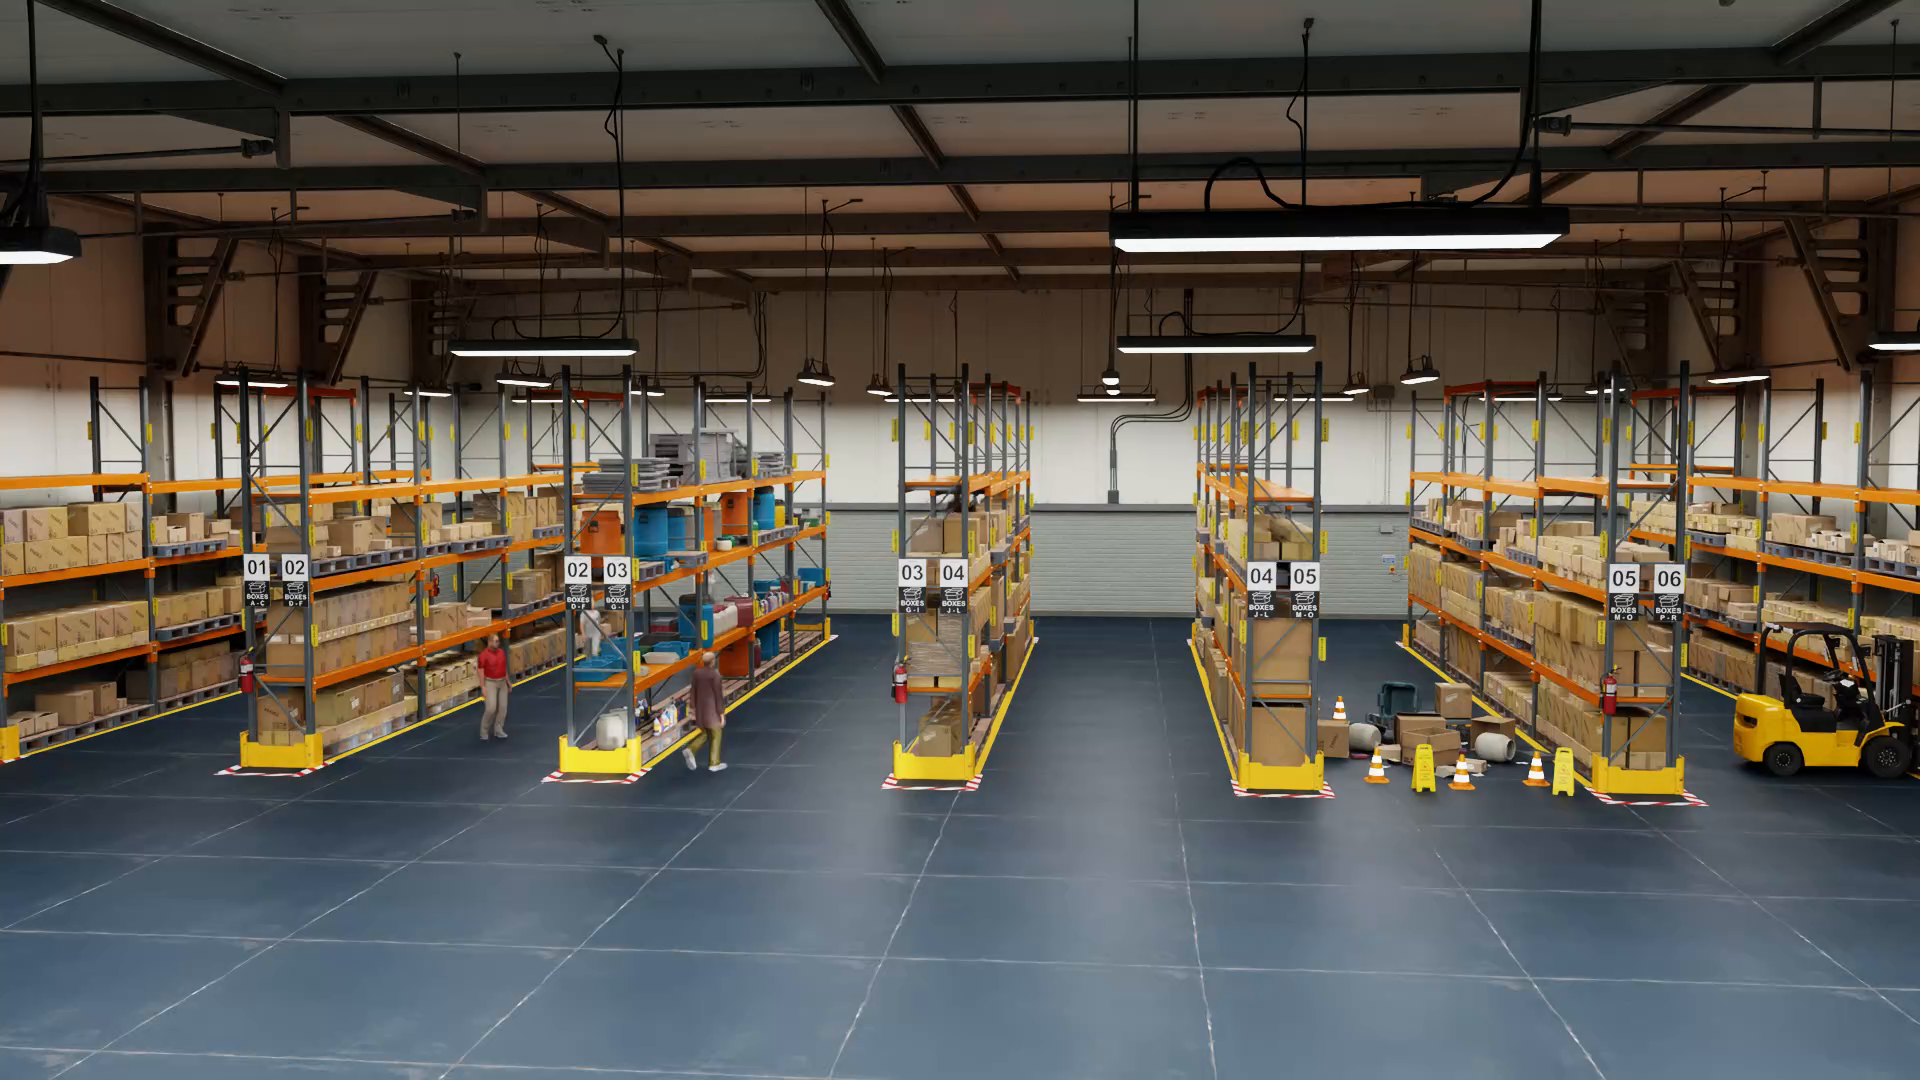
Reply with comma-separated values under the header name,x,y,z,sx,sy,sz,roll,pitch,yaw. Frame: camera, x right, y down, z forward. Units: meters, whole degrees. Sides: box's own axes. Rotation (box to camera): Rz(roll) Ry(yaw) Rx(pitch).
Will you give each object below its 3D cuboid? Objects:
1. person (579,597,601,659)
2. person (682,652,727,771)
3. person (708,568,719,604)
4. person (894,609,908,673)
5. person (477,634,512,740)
name,x,y,z,sx,sy,sz,roll,pitch,yaw
person,-7.587,1.987,34.078,0.401,1.615,0.997,0,4,-1
person,-3.758,2.534,24.562,0.630,1.769,0.709,3,5,37
person,-6.445,1.463,42.672,0.577,1.613,0.503,1,4,14
person,-1.092,1.895,33.358,0.482,1.679,0.511,1,4,8
person,-7.633,2.434,27.355,0.405,1.794,0.589,3,5,37
